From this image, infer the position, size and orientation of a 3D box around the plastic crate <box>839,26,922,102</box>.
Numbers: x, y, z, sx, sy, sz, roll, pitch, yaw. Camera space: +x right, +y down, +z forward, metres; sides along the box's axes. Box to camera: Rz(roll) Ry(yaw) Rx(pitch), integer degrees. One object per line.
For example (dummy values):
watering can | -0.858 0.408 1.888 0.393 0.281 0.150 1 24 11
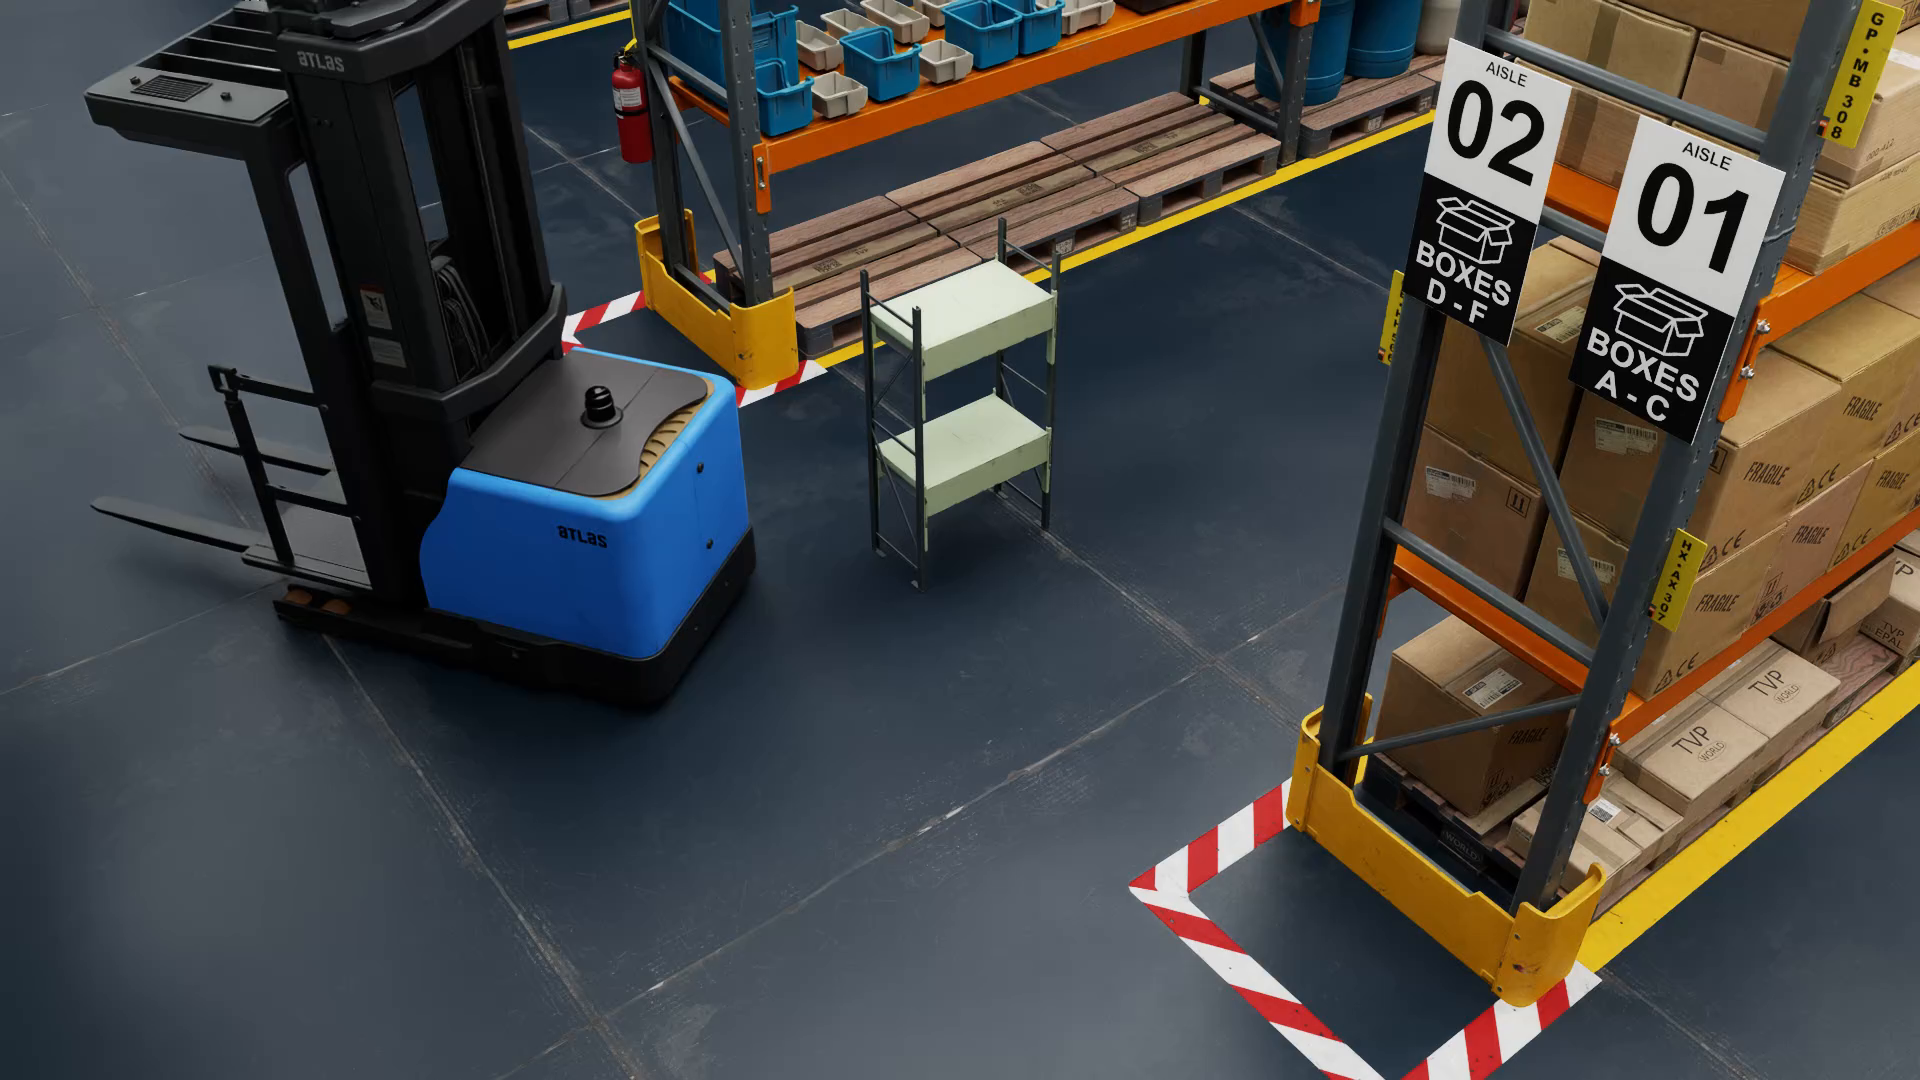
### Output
plastic crate | -0.408 -2.458 8.600 0.300 0.233 0.416 -26 46 -28

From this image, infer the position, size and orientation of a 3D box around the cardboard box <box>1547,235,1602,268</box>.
cardboard box | 2.275 -0.754 5.571 0.500 0.500 0.500 -25 45 -27

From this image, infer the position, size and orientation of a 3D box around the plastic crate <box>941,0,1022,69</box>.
plastic crate | 0.114 -2.713 8.910 0.300 0.233 0.416 -26 46 -28

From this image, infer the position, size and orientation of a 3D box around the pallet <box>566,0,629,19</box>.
pallet | -2.791 -4.546 13.258 1.213 0.211 1.003 -26 46 -28

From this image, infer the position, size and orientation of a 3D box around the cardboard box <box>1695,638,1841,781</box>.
cardboard box | 3.086 0.616 6.589 0.500 0.250 0.500 -26 46 -28

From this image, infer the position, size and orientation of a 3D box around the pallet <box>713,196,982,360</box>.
pallet | -0.649 -1.537 9.590 1.213 0.211 1.003 -26 46 -28

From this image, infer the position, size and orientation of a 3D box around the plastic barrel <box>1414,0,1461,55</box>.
plastic barrel | 3.351 -3.711 11.672 0.421 0.512 0.421 0 39 0

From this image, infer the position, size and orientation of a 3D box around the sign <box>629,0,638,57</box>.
sign | -1.674 -2.649 8.619 0.005 0.325 0.100 -26 46 -28

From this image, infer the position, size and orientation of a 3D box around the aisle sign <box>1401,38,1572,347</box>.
aisle sign | 1.448 -0.956 4.634 0.004 0.787 0.394 -26 46 -28

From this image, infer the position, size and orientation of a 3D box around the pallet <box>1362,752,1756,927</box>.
pallet | 2.381 0.917 6.599 1.213 0.211 1.003 -26 46 -28

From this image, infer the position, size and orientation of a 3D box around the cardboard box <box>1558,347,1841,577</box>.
cardboard box | 2.202 -0.287 5.002 0.500 0.500 0.500 -25 45 -27

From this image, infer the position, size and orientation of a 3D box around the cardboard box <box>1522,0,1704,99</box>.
cardboard box | 1.941 -1.445 4.639 0.500 0.250 0.500 -26 46 -28

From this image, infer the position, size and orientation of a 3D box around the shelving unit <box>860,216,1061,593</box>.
shelving unit | 0.005 -0.582 7.411 0.755 1.500 0.431 -26 46 -28

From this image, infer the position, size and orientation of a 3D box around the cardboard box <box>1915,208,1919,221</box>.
cardboard box | 2.656 -1.182 4.713 0.500 0.250 0.500 -26 46 -28

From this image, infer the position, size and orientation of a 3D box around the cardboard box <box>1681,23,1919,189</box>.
cardboard box | 2.255 -1.186 4.323 0.500 0.250 0.500 -26 46 -28

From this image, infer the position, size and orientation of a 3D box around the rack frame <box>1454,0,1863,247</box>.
rack frame | 1.689 -2.143 3.400 0.127 3.000 1.000 -26 46 -28

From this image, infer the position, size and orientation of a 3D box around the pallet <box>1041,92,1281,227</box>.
pallet | 1.286 -2.480 10.740 1.213 0.211 1.003 -26 46 -28

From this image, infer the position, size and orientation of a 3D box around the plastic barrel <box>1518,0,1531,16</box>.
plastic barrel | 4.246 -4.147 12.204 0.421 0.512 0.421 0 39 0

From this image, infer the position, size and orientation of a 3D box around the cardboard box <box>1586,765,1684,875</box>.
cardboard box | 2.429 1.016 6.166 0.250 0.166 0.380 -26 46 -28

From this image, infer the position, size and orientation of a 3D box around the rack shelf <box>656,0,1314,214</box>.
rack shelf | 0.260 -2.810 9.512 4.000 0.370 1.077 -26 46 -28

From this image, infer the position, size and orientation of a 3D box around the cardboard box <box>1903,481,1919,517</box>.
cardboard box | 3.405 -0.488 6.034 0.500 0.500 0.500 -25 46 -28

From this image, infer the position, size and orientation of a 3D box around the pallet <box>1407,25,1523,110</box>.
pallet | 3.451 -3.535 12.026 1.213 0.211 1.003 -26 46 -28

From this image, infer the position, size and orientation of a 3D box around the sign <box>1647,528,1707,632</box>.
sign | 2.020 0.115 4.696 0.005 0.325 0.100 -26 46 -28

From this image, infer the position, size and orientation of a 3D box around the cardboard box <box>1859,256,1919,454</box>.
cardboard box | 3.011 -0.684 5.485 0.500 0.500 0.500 -25 46 -28

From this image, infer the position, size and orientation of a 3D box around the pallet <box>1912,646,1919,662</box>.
pallet | 4.316 -0.026 7.749 1.213 0.211 1.003 -26 46 -28

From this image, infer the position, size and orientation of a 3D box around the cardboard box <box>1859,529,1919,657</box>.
cardboard box | 3.987 0.153 7.105 0.500 0.311 0.500 -26 46 -28

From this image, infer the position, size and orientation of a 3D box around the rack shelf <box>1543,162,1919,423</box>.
rack shelf | 3.275 -1.478 5.522 4.000 0.370 1.077 -26 46 -28

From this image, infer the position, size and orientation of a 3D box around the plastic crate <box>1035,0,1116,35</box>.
plastic crate | 0.648 -2.959 9.286 0.466 0.136 0.293 -26 46 -28

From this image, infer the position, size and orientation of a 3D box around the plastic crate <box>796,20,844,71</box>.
plastic crate | -0.790 -2.643 8.901 0.243 0.136 0.396 -26 46 -28

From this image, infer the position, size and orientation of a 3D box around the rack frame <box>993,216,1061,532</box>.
rack frame | 0.295 -0.724 7.583 0.023 1.500 0.400 -26 46 -28

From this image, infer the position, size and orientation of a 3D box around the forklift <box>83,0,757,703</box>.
forklift | -2.508 -1.009 6.803 3.031 2.935 1.130 12 41 15

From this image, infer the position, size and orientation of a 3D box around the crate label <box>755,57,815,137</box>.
crate label | -0.930 -2.204 8.290 0.303 0.233 0.416 -26 46 -28

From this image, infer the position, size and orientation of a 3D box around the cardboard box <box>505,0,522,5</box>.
cardboard box | -3.886 -4.435 12.269 0.875 0.875 0.875 -26 46 -28

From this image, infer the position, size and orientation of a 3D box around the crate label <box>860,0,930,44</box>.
crate label | -0.345 -2.868 9.175 0.243 0.136 0.396 -26 46 -28

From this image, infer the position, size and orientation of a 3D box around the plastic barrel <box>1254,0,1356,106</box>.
plastic barrel | 2.287 -3.414 11.004 0.708 0.901 0.600 -26 46 -28

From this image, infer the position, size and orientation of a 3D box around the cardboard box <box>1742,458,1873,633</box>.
cardboard box | 2.608 -0.103 5.565 0.500 0.500 0.500 -26 46 -28

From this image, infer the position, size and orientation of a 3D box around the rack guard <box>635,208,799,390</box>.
rack guard | -1.337 -1.333 9.115 0.348 0.500 1.175 -26 46 -28

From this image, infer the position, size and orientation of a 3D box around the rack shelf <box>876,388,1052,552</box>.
rack shelf | 0.005 -0.330 7.618 0.720 0.370 0.431 -26 46 -28

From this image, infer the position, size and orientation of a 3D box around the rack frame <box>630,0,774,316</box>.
rack frame | -1.326 -2.316 8.341 0.127 3.000 1.000 -26 46 -28

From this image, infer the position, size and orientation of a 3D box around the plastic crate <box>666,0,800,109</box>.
plastic crate | -1.174 -2.576 8.583 0.499 0.435 0.616 -26 46 -28

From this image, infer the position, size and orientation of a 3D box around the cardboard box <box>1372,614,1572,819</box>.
cardboard box | 1.970 0.639 6.363 0.500 0.500 0.500 -26 46 -28
